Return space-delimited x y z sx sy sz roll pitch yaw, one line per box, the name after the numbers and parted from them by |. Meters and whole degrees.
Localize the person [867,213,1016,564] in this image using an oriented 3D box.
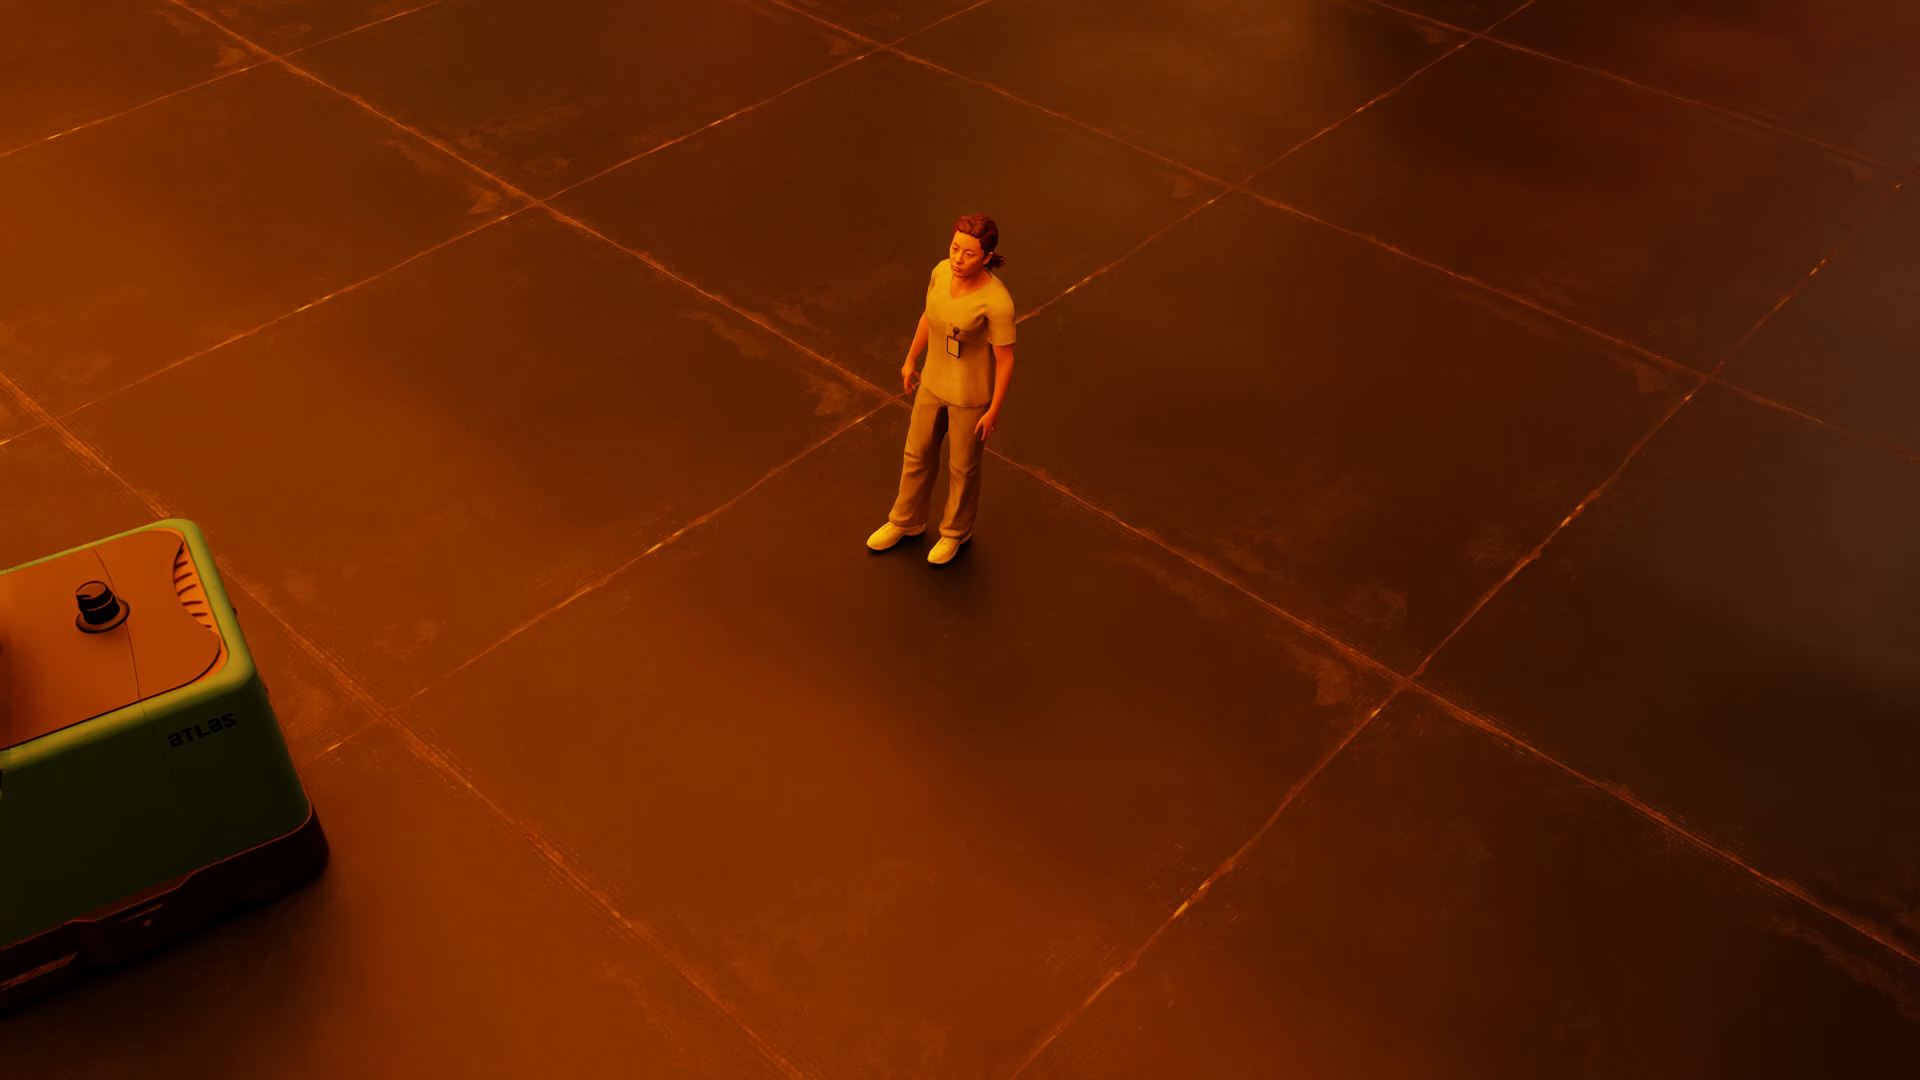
-0.060 -0.612 7.094 0.549 1.673 0.548 31 49 31 | person

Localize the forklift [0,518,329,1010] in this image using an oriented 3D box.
-3.883 0.360 5.008 3.031 2.935 1.130 -21 45 -23 | forklift
